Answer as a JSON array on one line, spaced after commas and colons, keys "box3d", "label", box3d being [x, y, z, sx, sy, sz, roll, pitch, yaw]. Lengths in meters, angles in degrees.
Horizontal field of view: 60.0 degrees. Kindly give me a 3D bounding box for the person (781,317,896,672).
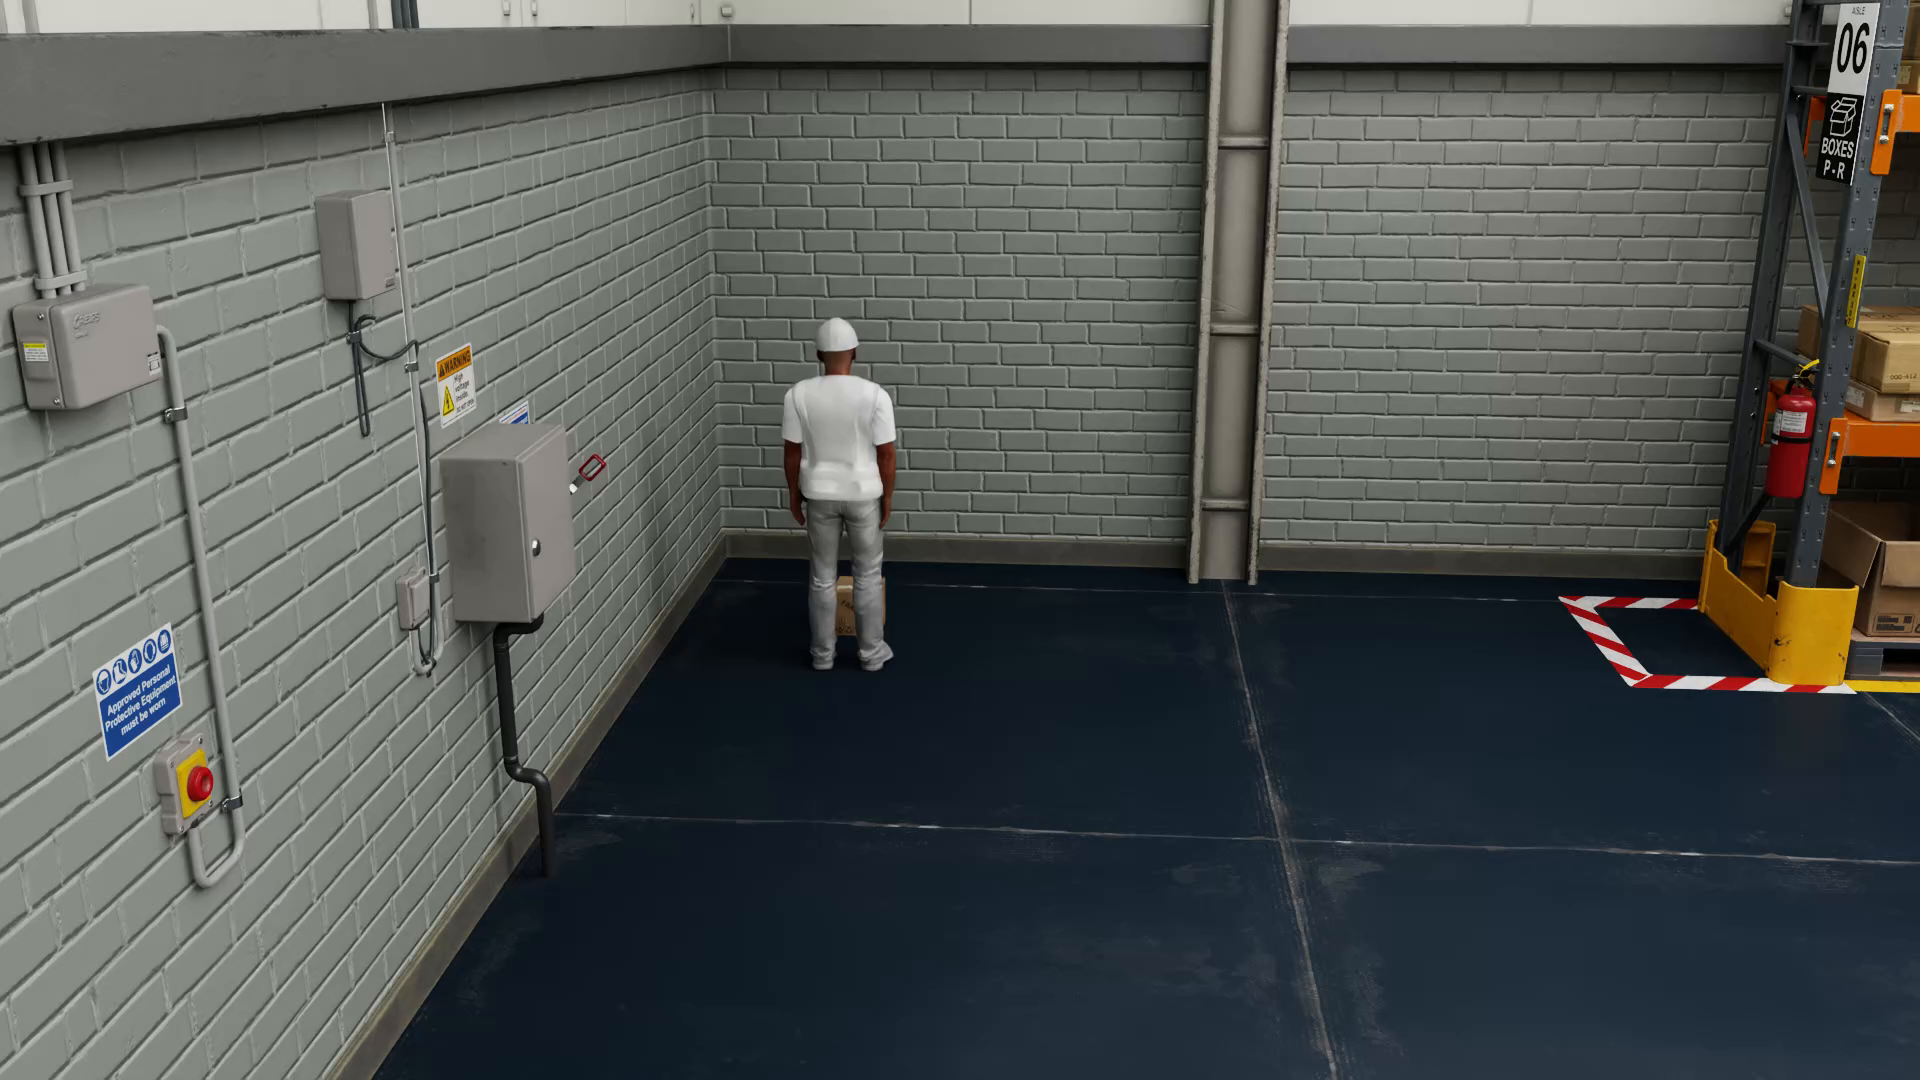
[{"box3d": [-0.586, -0.220, 8.209, 0.563, 1.764, 0.353, 2, 17, 6], "label": "person"}]
